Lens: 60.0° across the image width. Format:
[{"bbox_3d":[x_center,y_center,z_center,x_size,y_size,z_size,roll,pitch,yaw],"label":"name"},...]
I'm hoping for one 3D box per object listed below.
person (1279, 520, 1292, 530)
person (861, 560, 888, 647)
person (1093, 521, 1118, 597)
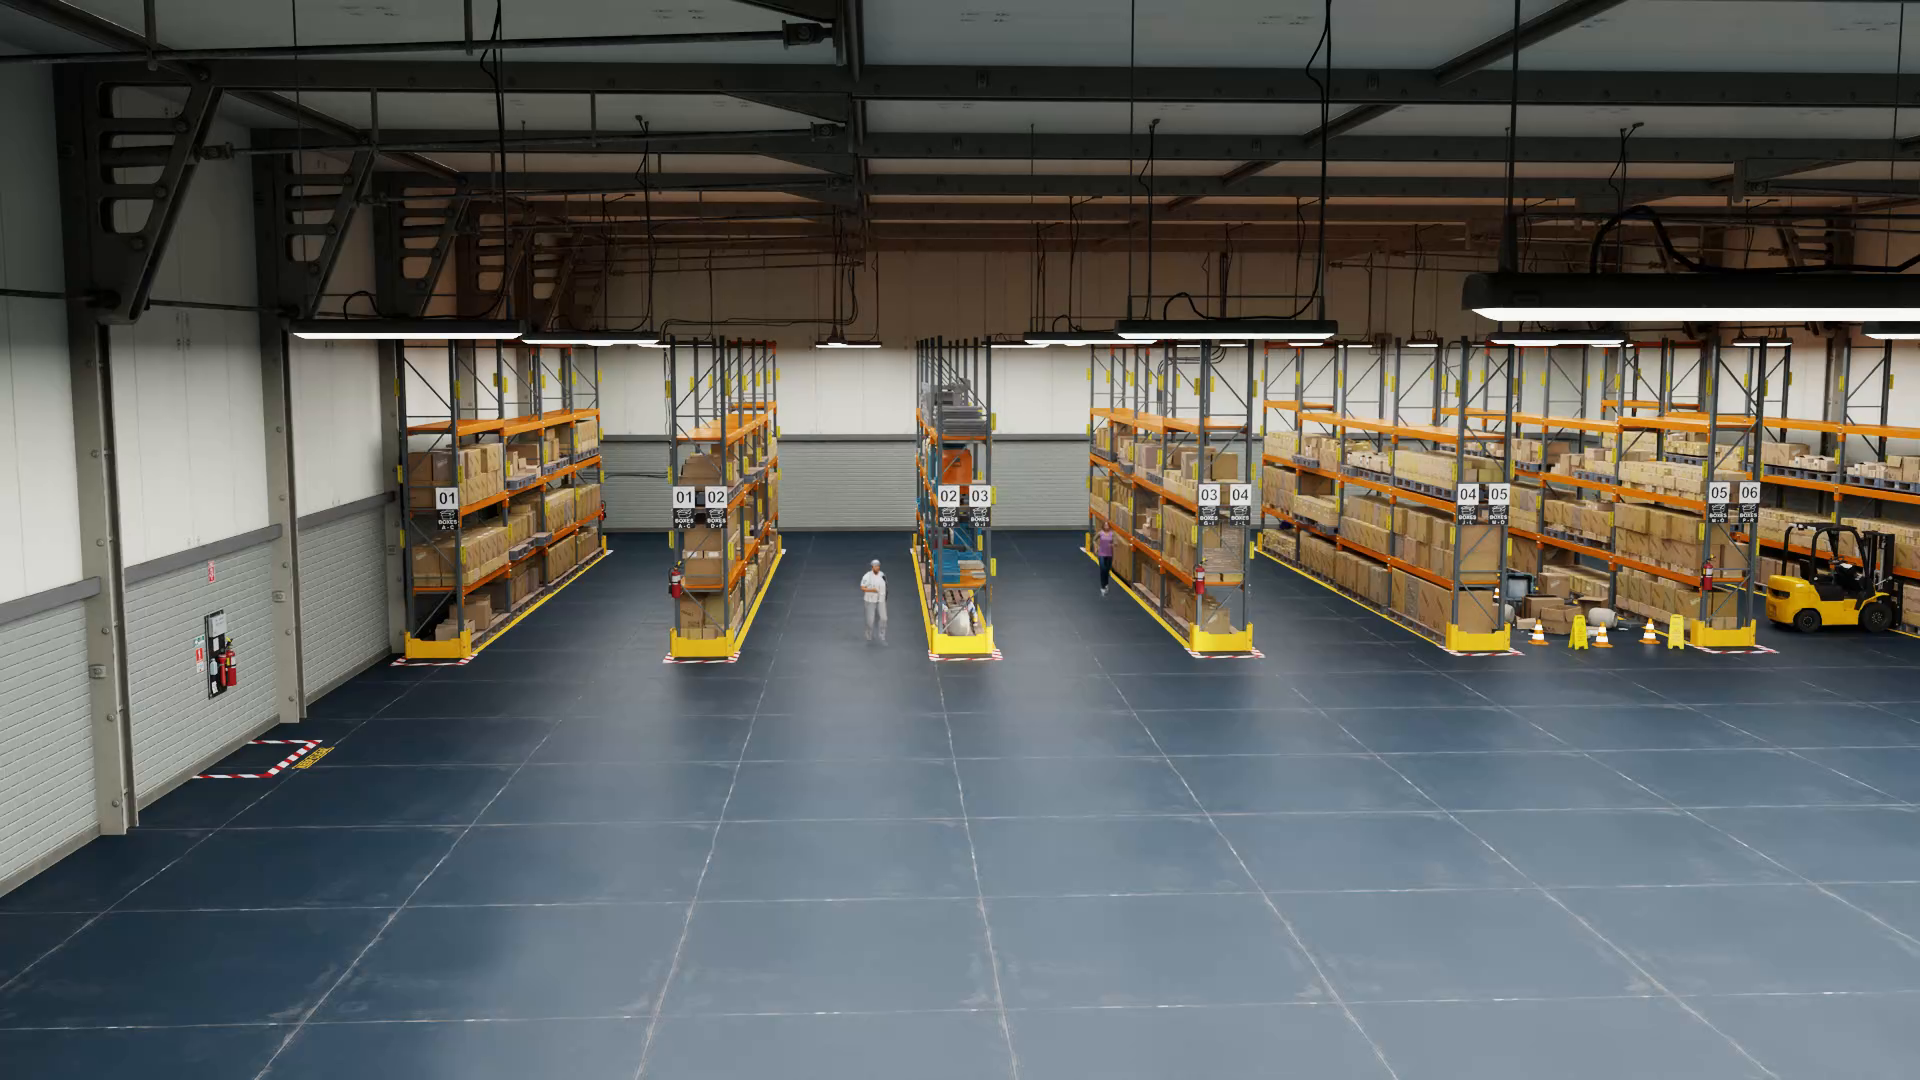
[{"bbox_3d":[9.693,-0.638,49.200,0.522,1.573,0.611,6,9,43],"label":"person"},{"bbox_3d":[-1.670,1.235,32.428,0.587,1.722,0.755,-3,7,-22],"label":"person"},{"bbox_3d":[3.270,0.398,37.341,0.510,1.672,0.698,-1,7,-7],"label":"person"}]
